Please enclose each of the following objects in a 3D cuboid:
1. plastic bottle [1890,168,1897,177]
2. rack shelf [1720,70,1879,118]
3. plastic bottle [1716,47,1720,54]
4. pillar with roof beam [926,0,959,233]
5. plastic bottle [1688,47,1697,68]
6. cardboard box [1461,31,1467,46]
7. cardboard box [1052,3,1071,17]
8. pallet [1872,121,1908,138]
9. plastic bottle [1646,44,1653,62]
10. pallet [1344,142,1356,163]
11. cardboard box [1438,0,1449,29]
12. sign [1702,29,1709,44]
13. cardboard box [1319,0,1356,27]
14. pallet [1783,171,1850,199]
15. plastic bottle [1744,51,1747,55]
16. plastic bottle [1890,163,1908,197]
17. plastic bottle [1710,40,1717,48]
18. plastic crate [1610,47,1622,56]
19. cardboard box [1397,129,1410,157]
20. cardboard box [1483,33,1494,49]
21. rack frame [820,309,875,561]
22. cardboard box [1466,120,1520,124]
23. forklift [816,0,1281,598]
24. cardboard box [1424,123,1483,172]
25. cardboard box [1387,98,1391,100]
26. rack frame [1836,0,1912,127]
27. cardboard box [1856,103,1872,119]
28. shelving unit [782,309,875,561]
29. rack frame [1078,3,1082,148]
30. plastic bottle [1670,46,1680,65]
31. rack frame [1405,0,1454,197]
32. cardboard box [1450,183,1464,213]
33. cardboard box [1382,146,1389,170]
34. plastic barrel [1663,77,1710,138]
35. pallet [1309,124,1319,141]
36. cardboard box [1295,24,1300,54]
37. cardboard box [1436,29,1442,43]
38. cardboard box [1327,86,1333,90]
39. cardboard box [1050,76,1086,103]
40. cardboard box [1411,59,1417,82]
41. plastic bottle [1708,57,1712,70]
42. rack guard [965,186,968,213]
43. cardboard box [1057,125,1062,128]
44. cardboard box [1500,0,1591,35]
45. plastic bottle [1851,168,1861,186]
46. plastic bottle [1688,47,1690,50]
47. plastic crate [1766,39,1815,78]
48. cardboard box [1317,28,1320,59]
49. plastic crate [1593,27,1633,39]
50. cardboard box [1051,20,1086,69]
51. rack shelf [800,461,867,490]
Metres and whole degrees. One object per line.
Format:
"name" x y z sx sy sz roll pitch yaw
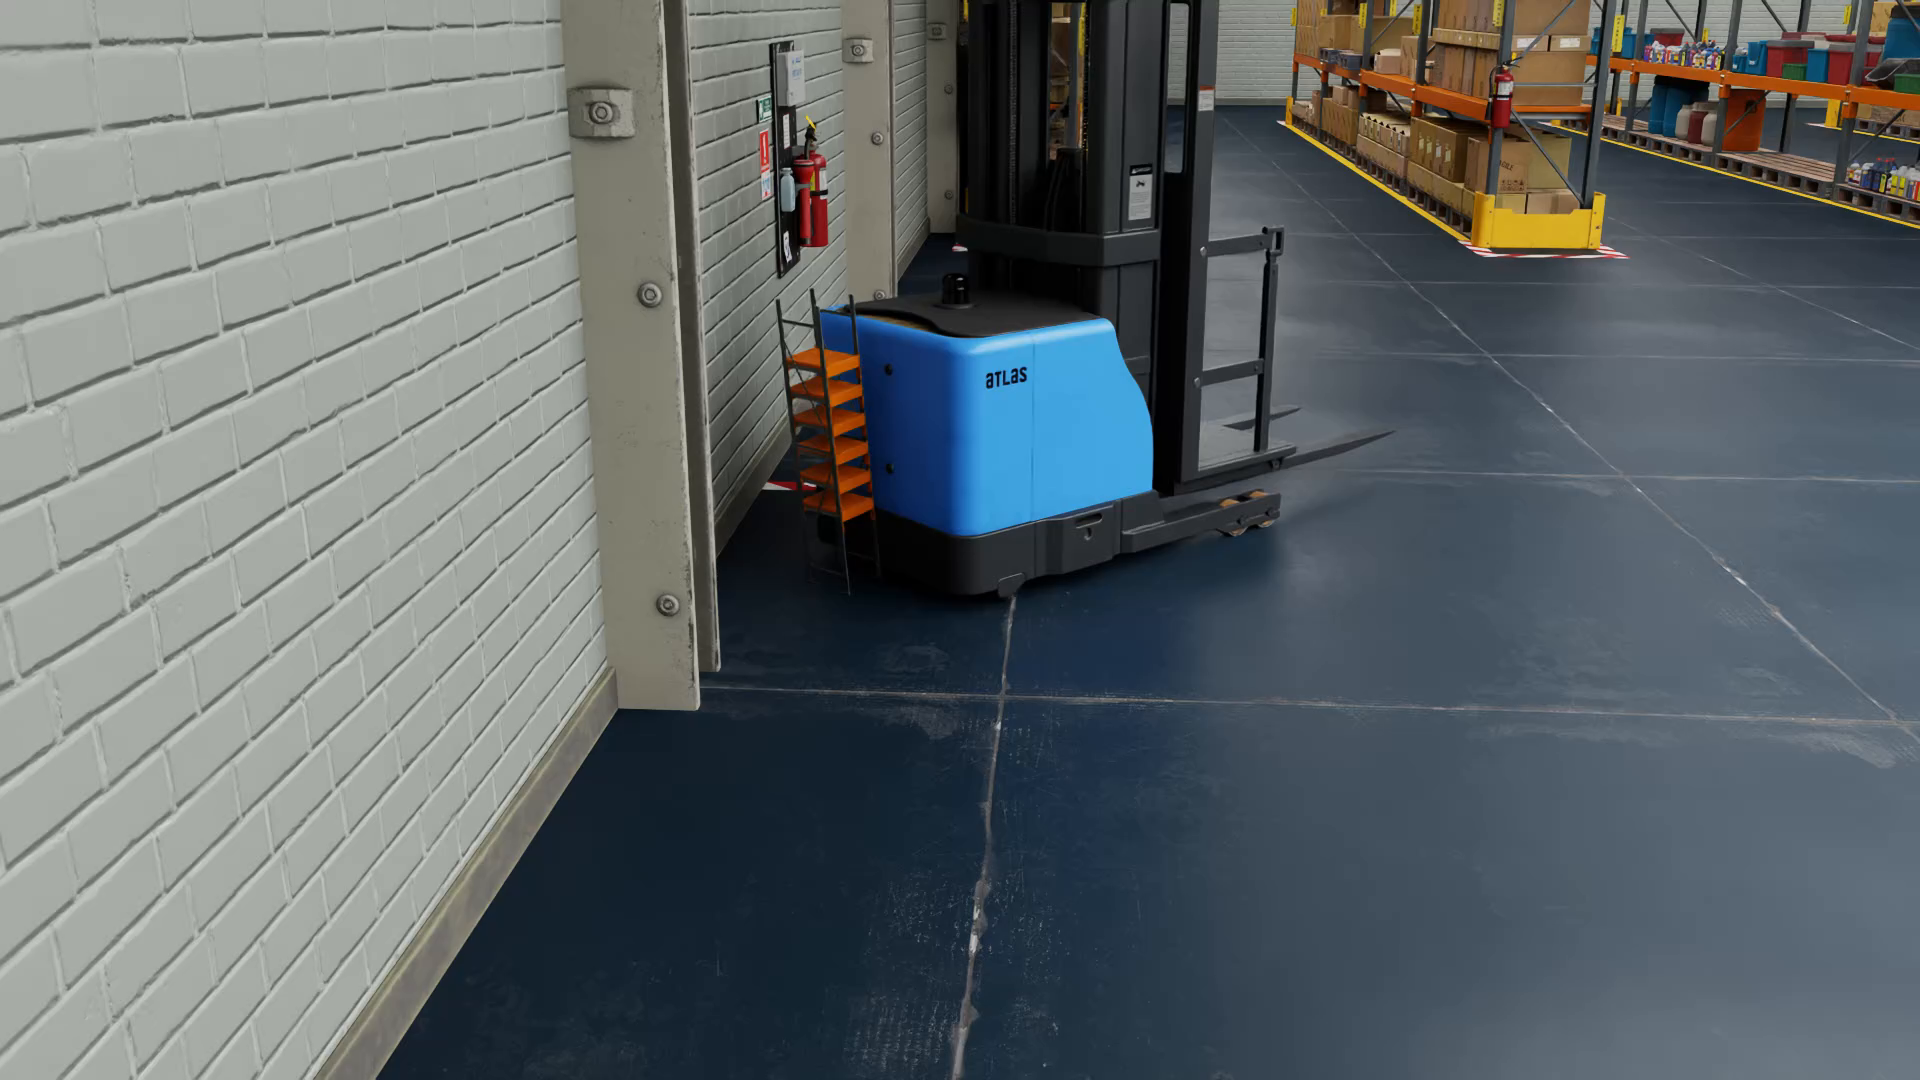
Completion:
"plastic bottle" 10.348 -3.988 18.452 0.097 0.271 0.097 0 18 0
"rack shelf" 10.950 -5.702 21.161 1.077 0.370 4.000 1 18 4
"plastic bottle" 11.460 -7.329 25.180 0.097 0.271 0.097 0 18 0
"pillar with roof beam" 4.120 -7.393 15.532 9.100 9.000 0.400 1 18 4
"plastic bottle" 10.779 -7.099 24.459 0.061 0.283 0.133 1 18 4
"cardboard box" 5.547 -5.329 17.668 0.380 0.149 0.250 1 18 3
"cardboard box" 1.504 -7.585 23.878 0.500 0.250 0.500 2 18 5
"pallet" 16.538 -7.085 28.708 1.003 0.211 1.213 1 18 4
"plastic bottle" 10.919 -7.706 26.309 0.061 0.283 0.133 1 18 4
"pallet" 6.245 -5.682 24.425 1.003 0.211 1.213 1 18 4
"cardboard box" 5.841 -6.060 18.856 0.700 0.500 0.500 1 18 4
"sign" 11.929 -8.026 26.654 0.100 0.325 0.005 1 18 4
"cardboard box" 6.218 -8.704 27.403 0.500 0.500 0.500 1 18 4
"pallet" 10.824 -4.342 20.335 1.003 0.211 1.213 1 18 4
"plastic bottle" 11.575 -7.094 24.443 0.061 0.283 0.133 1 18 4
"plastic bottle" 10.291 -3.940 18.179 0.144 0.351 0.185 1 18 3
"plastic bottle" 11.628 -7.533 25.675 0.144 0.351 0.185 1 18 4
"plastic crate" 11.205 -8.358 28.439 0.293 0.136 0.466 1 18 4
"cardboard box" 5.610 -4.826 20.173 0.500 0.311 0.500 1 18 4
"cardboard box" 5.473 -5.009 16.691 0.380 0.149 0.250 2 18 5
"rack frame" -0.458 -0.415 6.709 0.228 1.046 0.002 15 30 39
"cardboard box" 6.004 -4.479 18.813 0.500 0.500 0.500 1 18 4
"forklift" 0.837 -1.521 7.357 3.031 2.935 1.130 -15 23 -38
"cardboard box" 5.449 -4.336 18.374 0.500 0.500 0.500 1 18 4
"cardboard box" 6.690 -6.880 26.911 0.500 0.500 0.500 1 18 4
"rack frame" 16.607 -9.039 30.190 1.000 3.000 0.127 1 18 4
"cardboard box" 16.641 -8.028 29.844 0.875 0.875 0.875 1 18 4
"shelving unit" -0.519 -0.385 6.649 0.258 1.046 0.183 15 30 39
"rack frame" 1.212 -6.886 23.620 1.000 3.000 0.127 1 18 4
"plastic bottle" 10.884 -7.353 25.245 0.152 0.276 0.135 1 18 4
"rack frame" 5.867 -5.534 19.495 1.000 3.000 0.127 1 18 4
"cardboard box" 5.347 -3.513 17.069 0.500 0.250 0.500 1 18 4
"cardboard box" 5.681 -4.878 21.234 0.500 0.250 0.500 2 18 5
"plastic barrel" 11.274 -6.721 25.812 0.600 0.901 0.708 1 18 4
"pallet" 6.490 -6.907 28.162 1.003 0.211 1.213 1 18 4
"cardboard box" 6.432 -9.176 30.450 0.500 0.500 0.500 2 18 5
"cardboard box" 5.636 -5.733 18.899 0.380 0.149 0.250 2 18 5
"cardboard box" 6.933 -8.108 30.657 0.500 0.500 0.500 1 18 4
"cardboard box" 13.132 -4.178 16.930 24.593 1.100 3.897 2 18 6
"cardboard box" 5.746 -5.747 20.361 0.396 0.266 0.258 1 18 3
"plastic bottle" 10.740 -6.812 23.715 0.097 0.201 0.097 0 18 0
"rack guard" 0.644 -3.237 16.498 1.175 0.500 0.348 1 18 4
"cardboard box" 0.948 -5.055 21.341 0.700 0.500 0.500 1 18 3
"cardboard box" 5.630 -5.117 15.977 0.700 0.500 0.500 1 18 4
"plastic bottle" 10.339 -4.181 19.152 0.097 0.201 0.097 0 18 0
"plastic bottle" 10.863 -7.197 24.756 0.061 0.283 0.133 1 18 4
"plastic crate" 10.673 -6.200 21.424 0.402 0.464 0.583 1 18 4
"cardboard box" 6.220 -8.227 27.553 0.500 0.500 0.500 2 18 5
"plastic crate" 11.829 -9.086 30.183 0.616 0.435 0.499 1 18 4
"cardboard box" 1.061 -5.151 17.330 0.500 0.500 0.500 1 18 2
"rack shelf" -0.510 -0.259 6.701 0.221 0.034 0.171 15 30 39
